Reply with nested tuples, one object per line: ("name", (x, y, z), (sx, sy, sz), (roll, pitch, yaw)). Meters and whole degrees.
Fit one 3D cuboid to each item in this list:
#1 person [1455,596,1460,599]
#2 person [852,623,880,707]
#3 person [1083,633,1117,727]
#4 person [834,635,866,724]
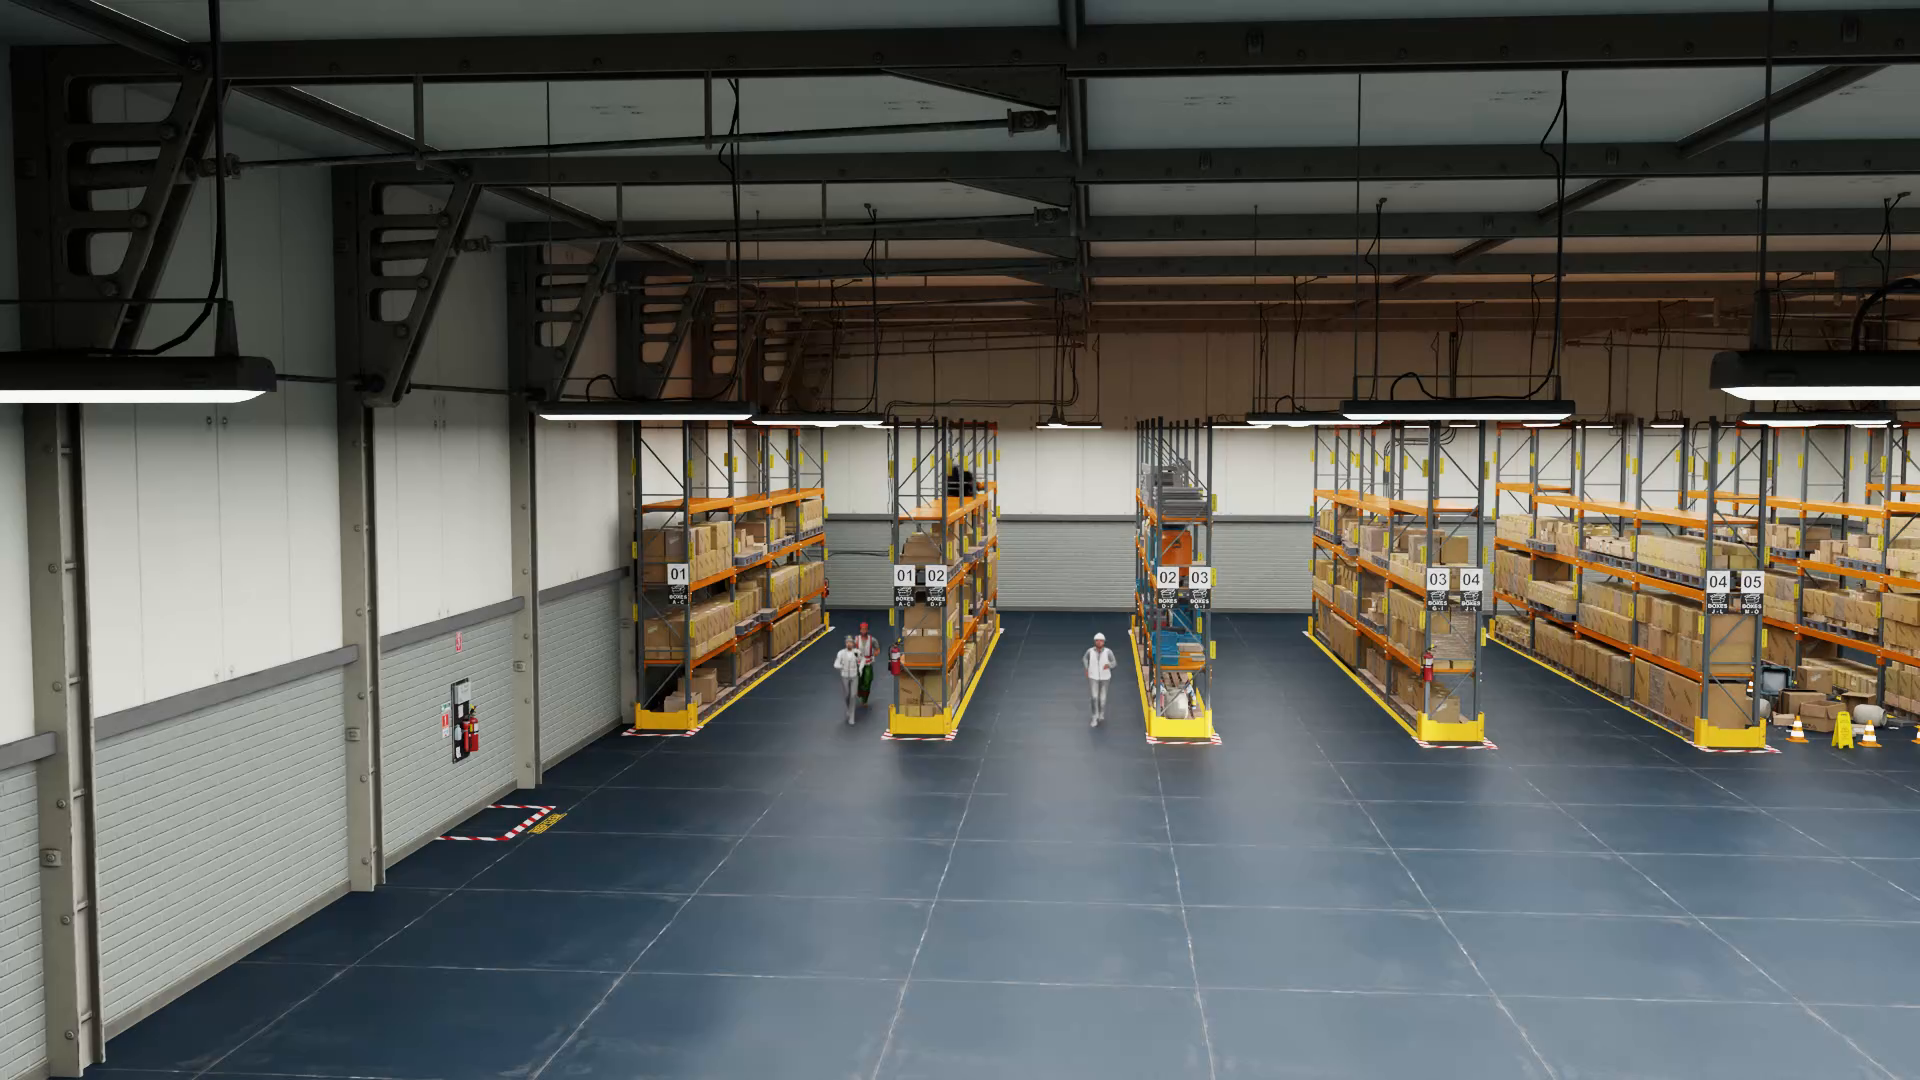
("person", (13.354, 1.929, 44.470), (0.661, 1.797, 0.971), (0, 4, 5))
("person", (-1.998, 2.594, 34.710), (0.657, 1.743, 0.605), (0, 4, -5))
("person", (2.737, 2.728, 32.472), (0.642, 1.833, 0.783), (0, 4, 3))
("person", (-2.171, 2.715, 32.756), (0.612, 1.701, 0.920), (0, 4, 0))
